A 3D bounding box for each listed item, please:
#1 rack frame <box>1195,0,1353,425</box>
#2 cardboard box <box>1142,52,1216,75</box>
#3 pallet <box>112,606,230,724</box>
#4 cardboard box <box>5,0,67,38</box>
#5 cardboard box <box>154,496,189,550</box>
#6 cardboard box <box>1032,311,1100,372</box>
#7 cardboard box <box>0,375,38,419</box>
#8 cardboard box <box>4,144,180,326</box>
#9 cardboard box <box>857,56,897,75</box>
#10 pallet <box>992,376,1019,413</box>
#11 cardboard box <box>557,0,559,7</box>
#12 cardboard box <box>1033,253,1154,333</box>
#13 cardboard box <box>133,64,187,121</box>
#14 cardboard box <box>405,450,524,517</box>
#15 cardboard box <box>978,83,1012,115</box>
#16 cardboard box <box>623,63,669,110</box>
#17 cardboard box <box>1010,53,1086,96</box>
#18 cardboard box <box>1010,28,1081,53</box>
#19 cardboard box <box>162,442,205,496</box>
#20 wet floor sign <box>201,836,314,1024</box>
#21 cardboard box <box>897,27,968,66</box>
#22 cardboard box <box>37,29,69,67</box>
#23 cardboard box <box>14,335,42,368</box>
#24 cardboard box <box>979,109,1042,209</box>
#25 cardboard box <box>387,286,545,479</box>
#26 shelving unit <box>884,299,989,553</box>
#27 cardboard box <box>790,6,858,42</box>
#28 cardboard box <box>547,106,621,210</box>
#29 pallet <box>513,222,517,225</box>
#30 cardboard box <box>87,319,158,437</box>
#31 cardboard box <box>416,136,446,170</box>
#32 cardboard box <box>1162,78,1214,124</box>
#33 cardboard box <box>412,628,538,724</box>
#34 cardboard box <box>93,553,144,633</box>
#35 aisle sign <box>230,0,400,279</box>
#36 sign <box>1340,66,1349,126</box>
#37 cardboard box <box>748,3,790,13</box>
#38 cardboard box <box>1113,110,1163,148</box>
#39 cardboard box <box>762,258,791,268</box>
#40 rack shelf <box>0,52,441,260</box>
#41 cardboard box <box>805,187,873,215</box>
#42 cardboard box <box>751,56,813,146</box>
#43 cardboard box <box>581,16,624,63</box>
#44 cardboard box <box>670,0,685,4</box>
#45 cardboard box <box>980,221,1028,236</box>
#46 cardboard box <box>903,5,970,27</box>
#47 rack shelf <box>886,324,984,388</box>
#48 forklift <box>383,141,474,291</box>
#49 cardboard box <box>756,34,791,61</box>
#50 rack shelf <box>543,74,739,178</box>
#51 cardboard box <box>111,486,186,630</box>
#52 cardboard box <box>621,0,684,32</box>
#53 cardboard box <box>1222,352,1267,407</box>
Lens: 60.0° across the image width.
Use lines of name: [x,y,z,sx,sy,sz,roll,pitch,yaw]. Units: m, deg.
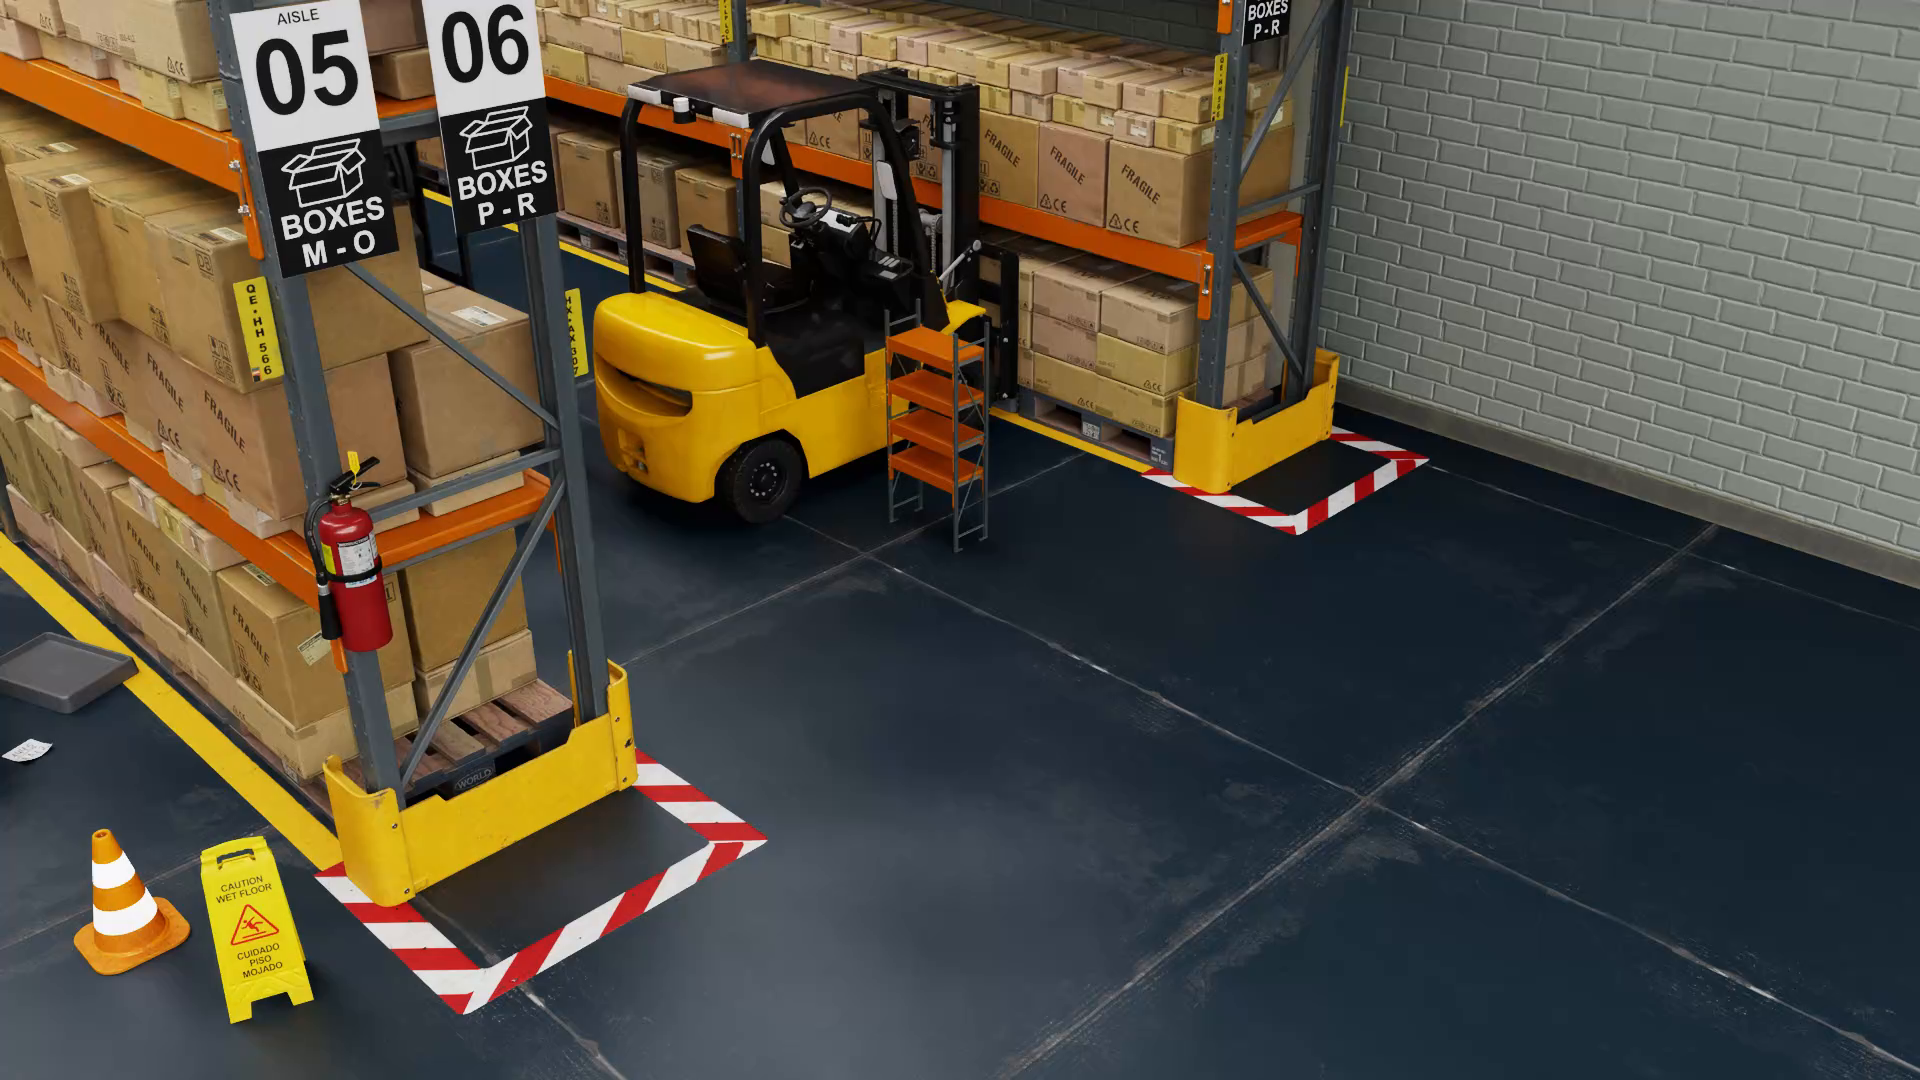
rack frame: [1.694,-1.829,9.005,0.127,3.000,1.000,25,36,38]
cardboard box: [1.243,-2.650,9.443,0.380,0.149,0.250,-24,36,-38]
pallet: [-3.258,0.354,7.849,1.213,0.211,1.003,25,36,38]
cardboard box: [-3.068,-1.983,5.916,0.500,0.250,0.500,-24,36,-38]
cardboard box: [-3.023,-0.123,6.762,0.380,0.149,0.250,-25,36,-38]
cardboard box: [0.778,-1.241,9.853,0.500,0.250,0.500,24,36,38]
cardboard box: [-4.357,-0.730,7.916,0.380,0.149,0.250,-25,36,-38]
cardboard box: [-3.092,-1.193,6.294,0.500,0.500,0.700,24,36,38]
cardboard box: [-0.414,-2.923,10.281,0.250,0.149,0.380,24,36,38]
pallet: [0.254,-1.228,10.859,1.213,0.211,1.003,25,36,38]
cardboard box: [-2.809,-4.098,12.516,0.250,0.149,0.380,25,36,38]
cardboard box: [0.779,-1.451,9.716,0.500,0.250,0.500,-25,36,-38]
cardboard box: [-2.434,-1.490,5.408,0.250,0.149,0.380,25,37,39]
cardboard box: [-1.880,-0.248,6.269,0.250,0.149,0.380,25,37,39]
cardboard box: [0.319,-2.591,9.649,0.250,0.149,0.380,25,37,39]
cardboard box: [-2.063,-3.307,11.978,0.500,0.250,0.500,24,36,38]
cardboard box: [0.499,-2.639,9.422,0.380,0.149,0.250,-24,36,-38]
cardboard box: [0.522,-2.986,10.082,0.250,0.149,0.380,25,37,39]
cardboard box: [-2.831,-0.331,6.425,0.380,0.149,0.250,-25,36,-38]
wet floor sign: [-2.398,1.279,5.624,0.267,0.644,0.232,-13,30,-22]
cardboard box: [-0.165,-3.000,10.109,0.250,0.149,0.380,24,36,38]
cardboard box: [-3.127,-1.847,6.087,0.250,0.149,0.380,23,36,37]
cardboard box: [-4.056,-0.931,7.567,0.380,0.149,0.250,-24,36,-38]
cardboard box: [0.430,-2.286,9.767,0.500,0.500,0.500,24,36,37]
cardboard box: [-1.926,-0.603,6.246,0.500,0.500,0.500,24,36,38]
shelving unit: [-0.118,-0.585,8.573,0.503,1.200,0.258,25,36,38]
cardboard box: [-0.876,-3.345,10.764,0.380,0.149,0.250,-25,36,-38]
cardboard box: [-3.104,-3.155,13.628,0.875,0.625,0.625,-24,36,-38]
pallet: [-3.451,-2.923,14.082,1.213,0.211,1.003,25,36,38]
cardboard box: [-3.071,-0.771,6.566,0.500,0.500,0.500,24,36,38]
cardboard box: [-4.463,-3.585,14.580,0.500,0.500,0.500,-24,36,-38]
cardboard box: [1.291,-2.339,8.850,0.250,0.149,0.380,25,36,38]
cardboard box: [-2.164,0.496,7.087,0.500,0.250,0.500,24,36,38]
cardboard box: [-3.635,0.171,7.706,0.500,0.250,0.500,24,36,38]
aisle sign: [-1.942,-1.214,5.043,0.004,0.787,0.394,25,36,38]
sign: [2.088,-2.429,9.131,0.005,0.325,0.100,25,36,38]
cardboard box: [-1.258,-3.651,11.666,0.250,0.149,0.380,24,36,37]
cardboard box: [1.047,-2.254,9.009,0.380,0.149,0.250,-25,36,-38]
cardboard box: [-1.045,-1.835,11.520,0.500,0.250,0.500,-25,37,-39]
rack shelf: [-3.209,-1.842,6.580,4.000,0.370,1.077,25,36,38]
cardboard box: [-0.676,-2.113,10.974,0.500,0.250,0.500,25,36,38]
cardboard box: [-1.025,-2.947,11.023,0.500,0.500,0.500,23,36,37]
cardboard box: [-2.420,-3.698,12.184,0.500,0.250,0.500,-24,36,-38]
cardboard box: [-1.947,-4.004,12.337,0.250,0.149,0.380,25,36,38]
cardboard box: [0.416,-1.958,10.679,0.500,0.250,0.500,24,36,37]
cardboard box: [-0.148,-3.354,10.782,0.250,0.149,0.380,24,36,37]
rack shelf: [-0.118,-0.933,8.391,0.480,0.148,0.258,25,36,38]
forklift: [-3.524,-2.116,9.625,3.031,2.935,1.130,24,36,38]
cardboard box: [-1.115,-3.274,10.949,0.250,0.149,0.380,24,36,38]
rack shelf: [-2.584,-3.468,12.895,4.000,0.370,1.077,25,36,38]
cardboard box: [-3.267,0.008,7.209,0.500,0.500,0.500,24,36,37]
cardboard box: [-2.172,-3.720,11.798,0.250,0.149,0.380,23,36,37]
cardboard box: [1.481,-1.023,9.975,0.500,0.250,0.500,25,37,39]
